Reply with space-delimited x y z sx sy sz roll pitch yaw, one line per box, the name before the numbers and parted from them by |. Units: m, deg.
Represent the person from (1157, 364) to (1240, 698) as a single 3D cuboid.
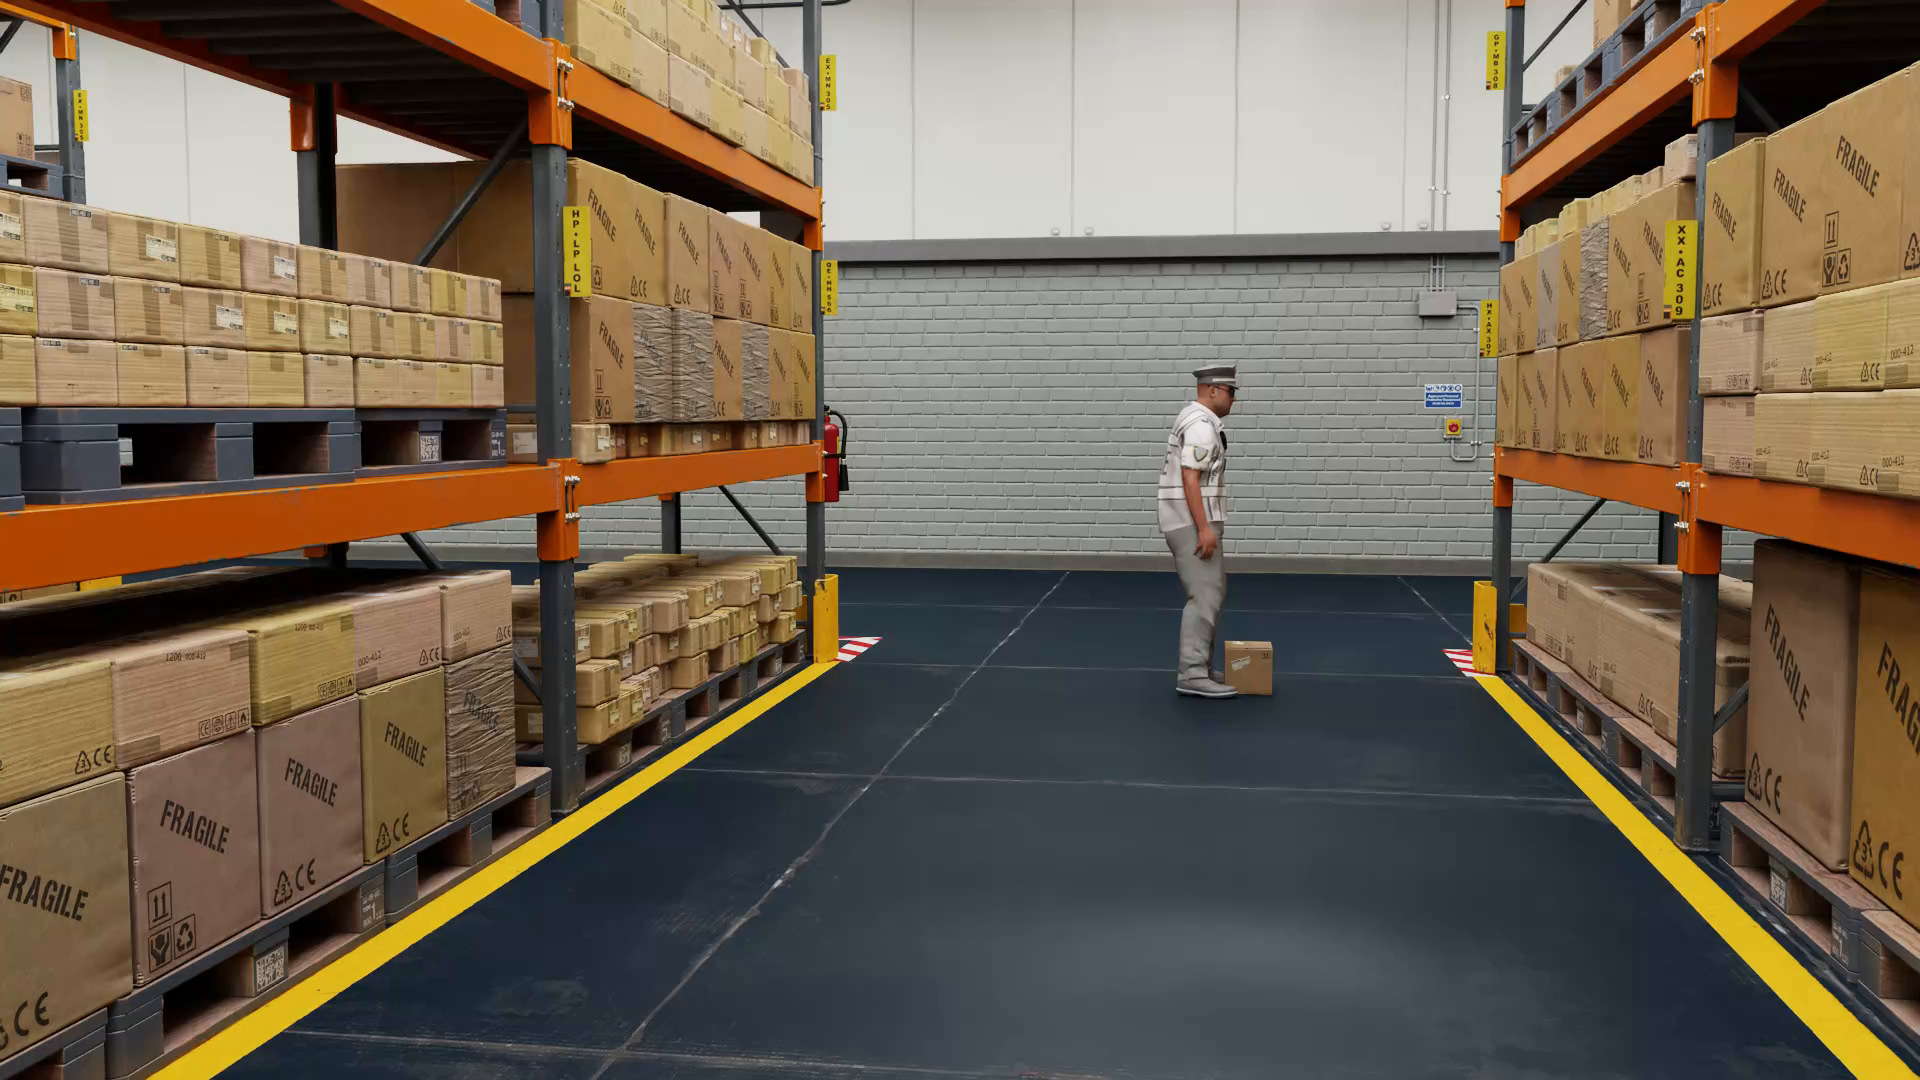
person | 1.291 -0.064 8.911 0.470 1.747 0.586 1 4 9
